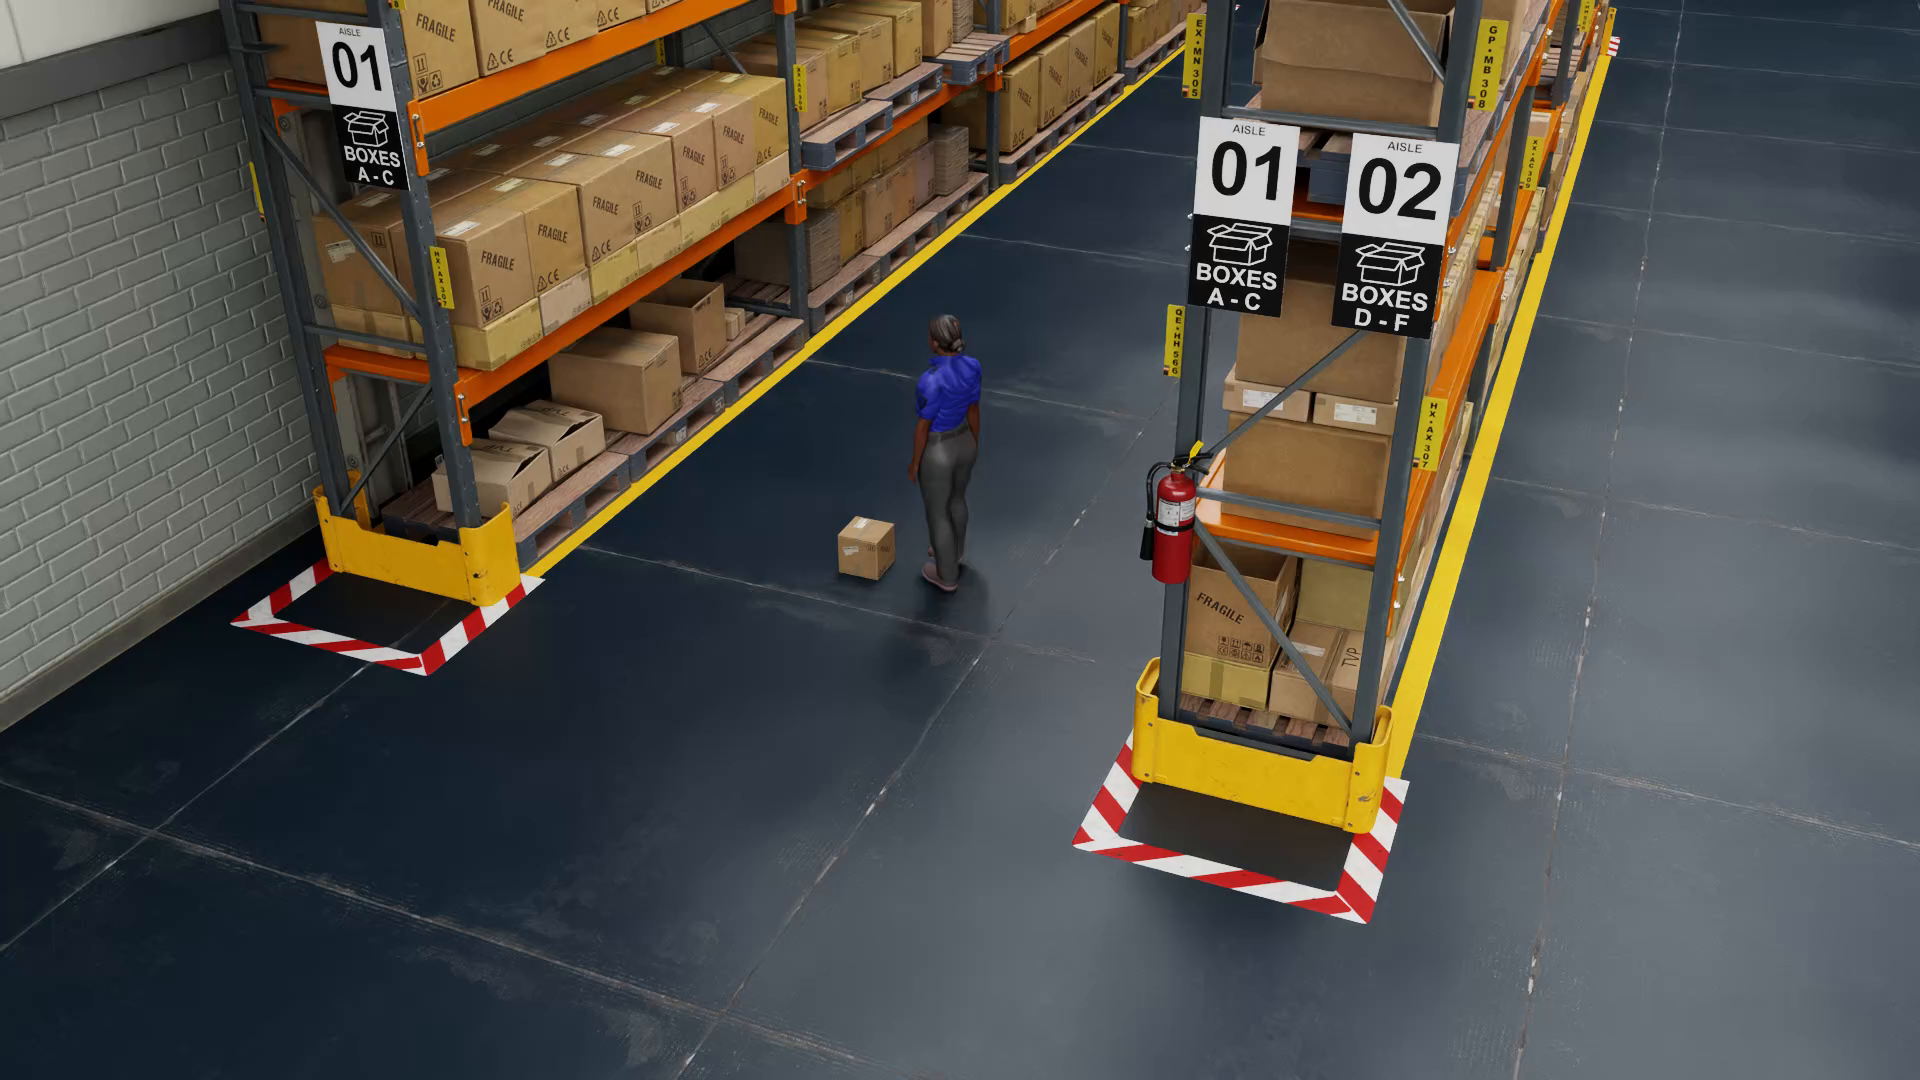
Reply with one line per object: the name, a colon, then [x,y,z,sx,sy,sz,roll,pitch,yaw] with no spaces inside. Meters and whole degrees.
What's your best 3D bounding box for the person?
person: [-0.137,-0.503,9.286,0.485,1.689,0.489,25,38,36]
